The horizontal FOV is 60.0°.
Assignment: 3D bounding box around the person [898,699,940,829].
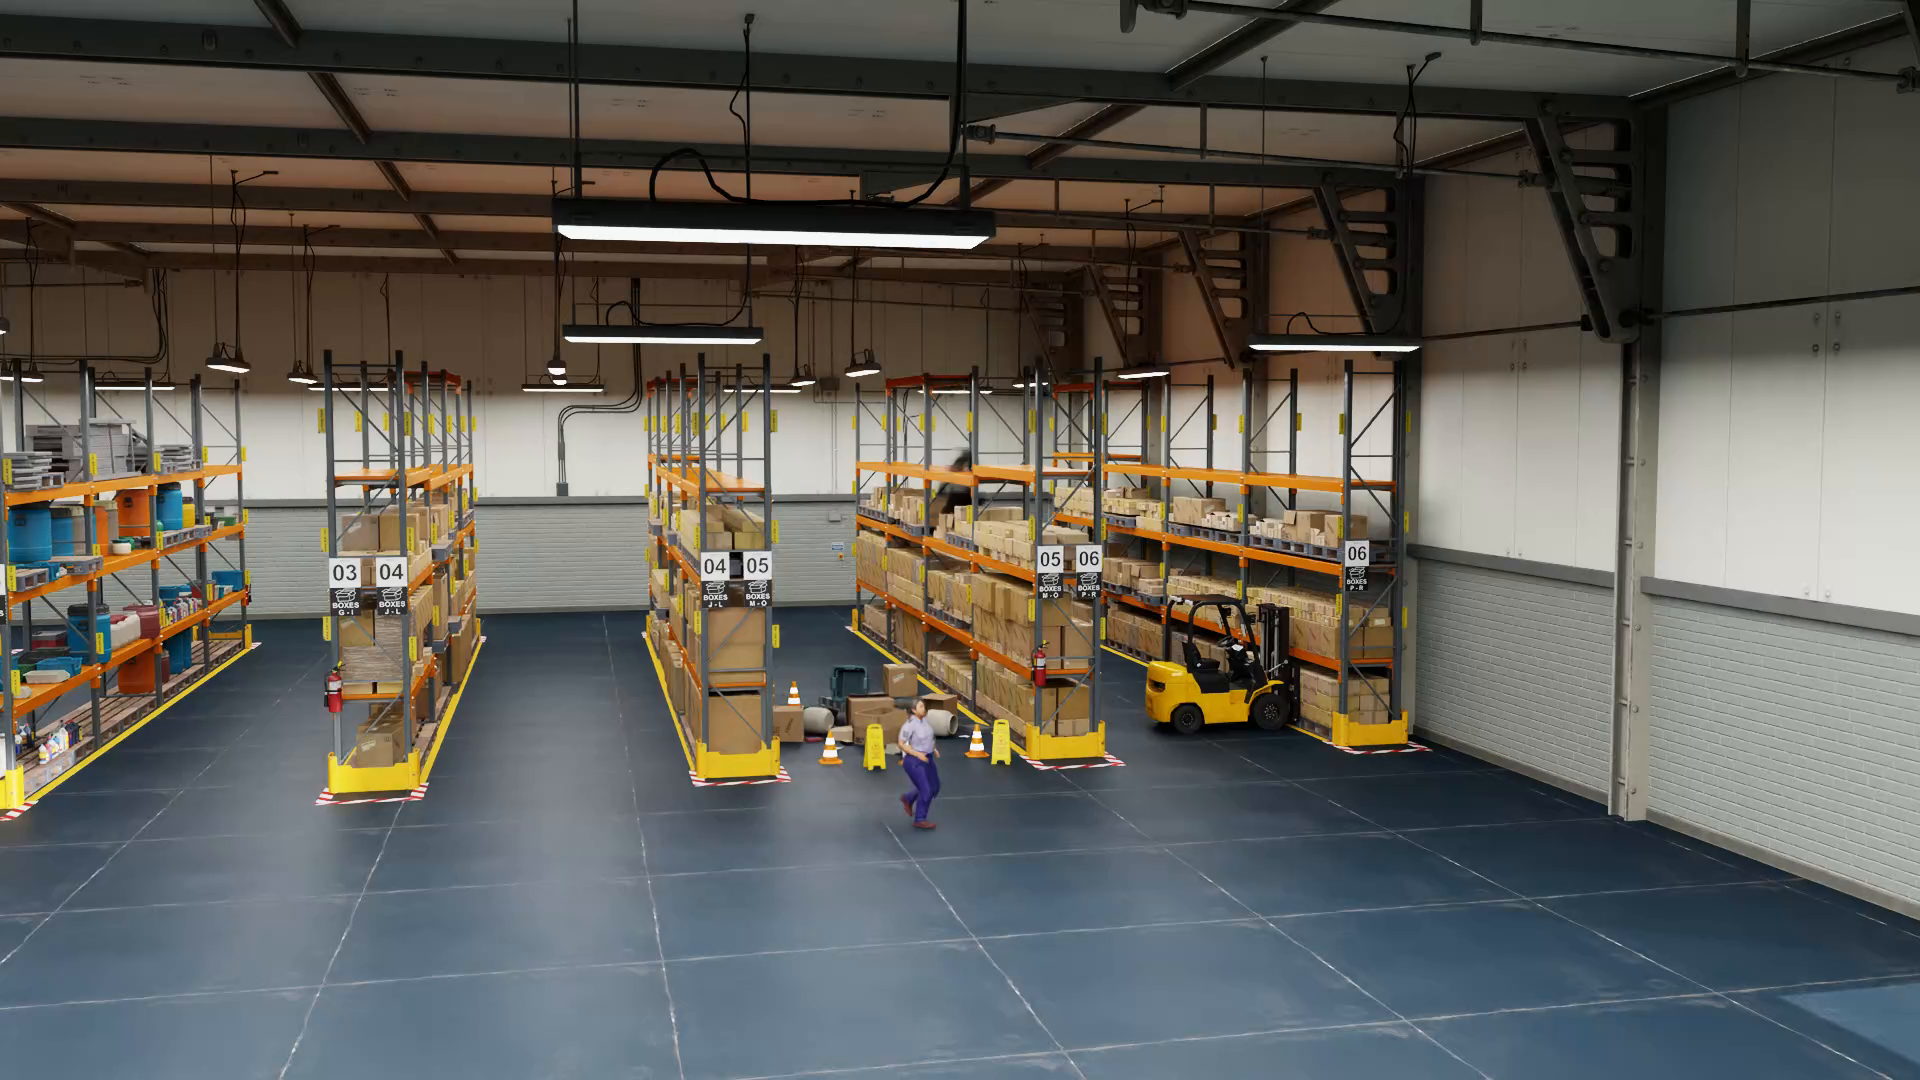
[{"bbox_3d":[-0.546,2.765,20.691,0.580,1.594,0.606,2,5,30],"label":"person"}]
